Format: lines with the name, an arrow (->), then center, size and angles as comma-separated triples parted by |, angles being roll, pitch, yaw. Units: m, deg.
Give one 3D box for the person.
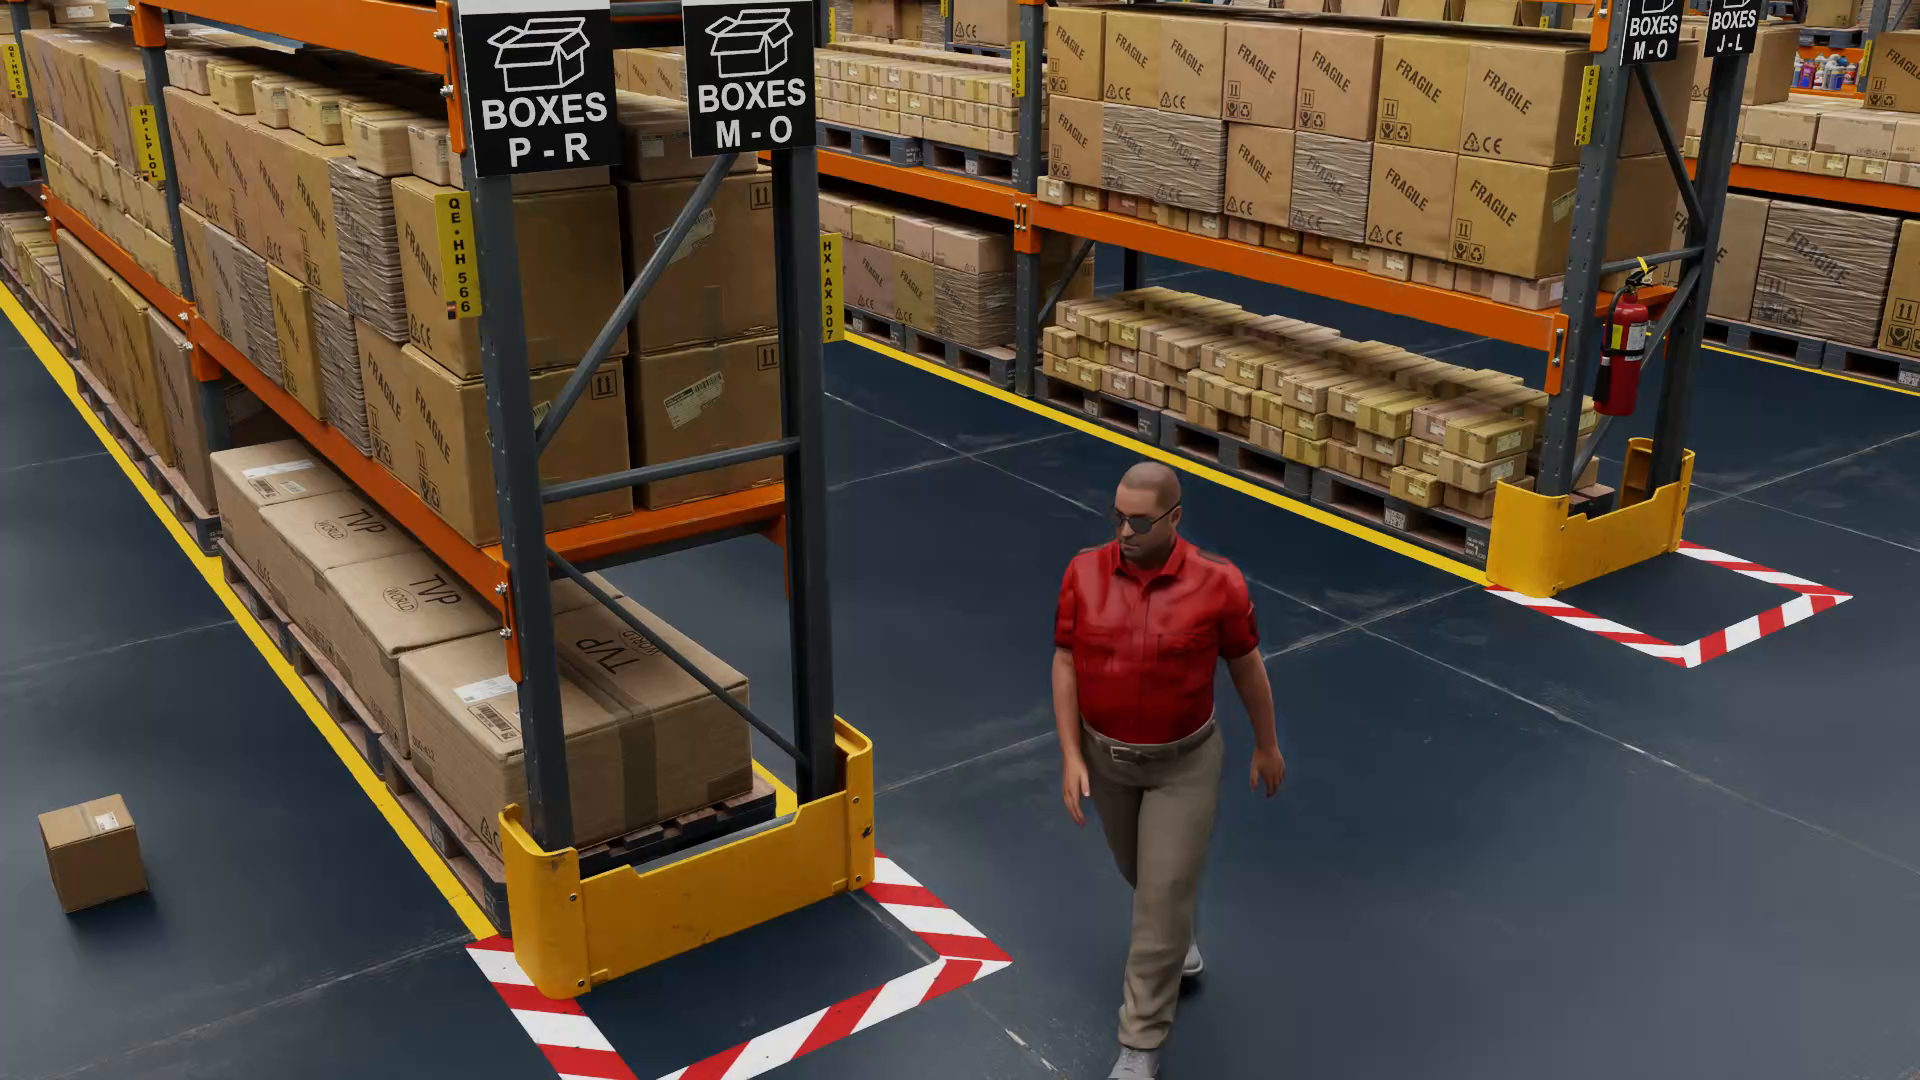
person -> 0.523, 0.609, 4.532 | 0.623, 1.668, 0.984 | 9, 23, 22
